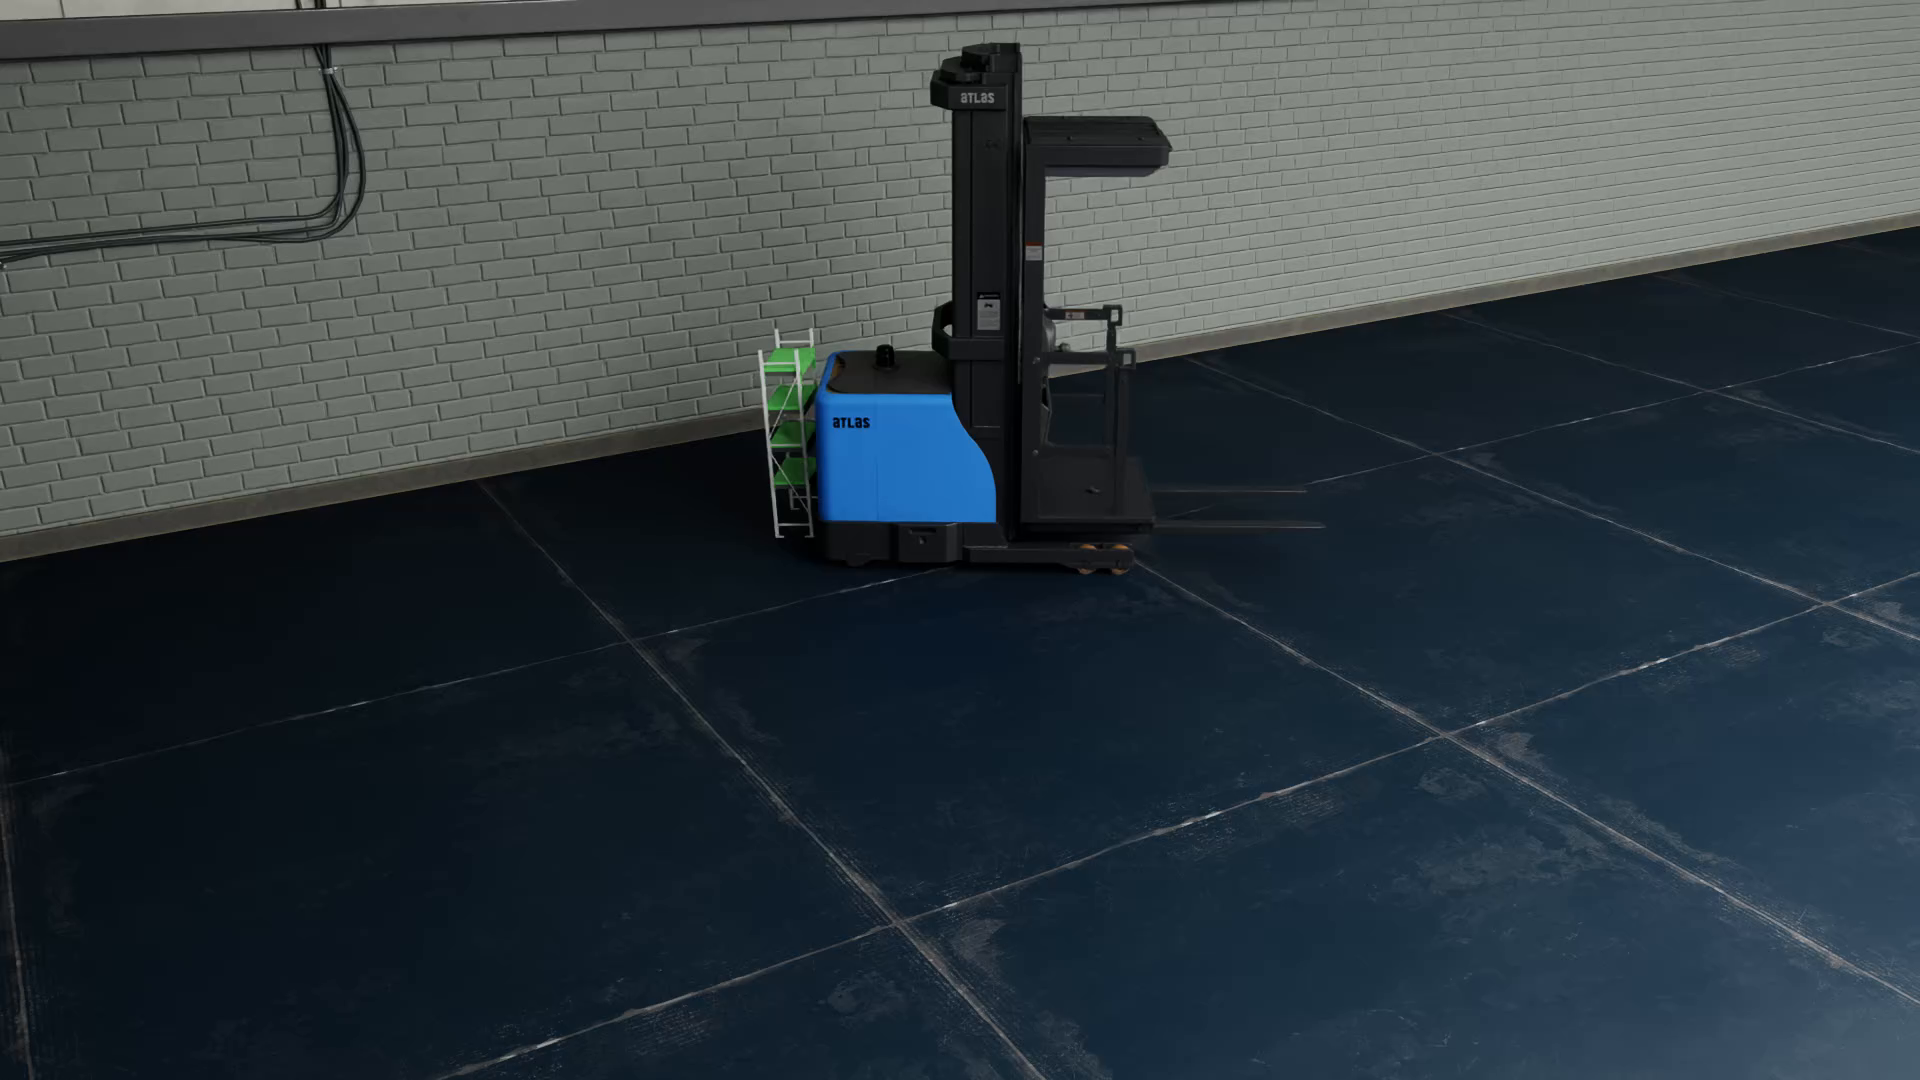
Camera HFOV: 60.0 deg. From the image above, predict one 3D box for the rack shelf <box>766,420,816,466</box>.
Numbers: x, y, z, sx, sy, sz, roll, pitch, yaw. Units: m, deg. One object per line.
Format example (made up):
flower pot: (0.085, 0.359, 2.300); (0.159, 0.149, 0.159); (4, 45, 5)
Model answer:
rack shelf: (-1.028, -0.607, 10.365); (0.258, 0.148, 0.480); (0, 22, 6)

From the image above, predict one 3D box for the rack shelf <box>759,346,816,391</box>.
rack shelf: (-1.051, -1.052, 10.187); (0.258, 0.148, 0.480); (0, 22, 6)

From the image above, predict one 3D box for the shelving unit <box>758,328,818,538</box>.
shelving unit: (-1.031, -0.666, 10.341); (0.258, 1.200, 0.503); (0, 22, 6)

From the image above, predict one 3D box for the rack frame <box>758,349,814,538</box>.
rack frame: (-1.055, -0.575, 10.116); (0.240, 1.200, 0.015); (0, 22, 6)

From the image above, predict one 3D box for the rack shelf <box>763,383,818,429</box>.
rack shelf: (-1.039, -0.830, 10.276); (0.258, 0.148, 0.480); (0, 22, 6)

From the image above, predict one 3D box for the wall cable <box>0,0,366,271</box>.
wall cable: (-5.001, -2.753, 9.259); (3.097, 2.526, 0.112); (-13, 25, -28)

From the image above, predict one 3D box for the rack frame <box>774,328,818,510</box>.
rack frame: (-1.008, -0.758, 10.566); (0.240, 1.200, 0.015); (0, 22, 6)

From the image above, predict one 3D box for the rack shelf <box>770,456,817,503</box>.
rack shelf: (-1.017, -0.385, 10.454); (0.258, 0.148, 0.480); (0, 22, 6)

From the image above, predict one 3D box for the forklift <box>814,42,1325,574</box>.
forklift: (0.670, -1.362, 9.770); (3.031, 2.935, 1.130); (0, 22, 1)
